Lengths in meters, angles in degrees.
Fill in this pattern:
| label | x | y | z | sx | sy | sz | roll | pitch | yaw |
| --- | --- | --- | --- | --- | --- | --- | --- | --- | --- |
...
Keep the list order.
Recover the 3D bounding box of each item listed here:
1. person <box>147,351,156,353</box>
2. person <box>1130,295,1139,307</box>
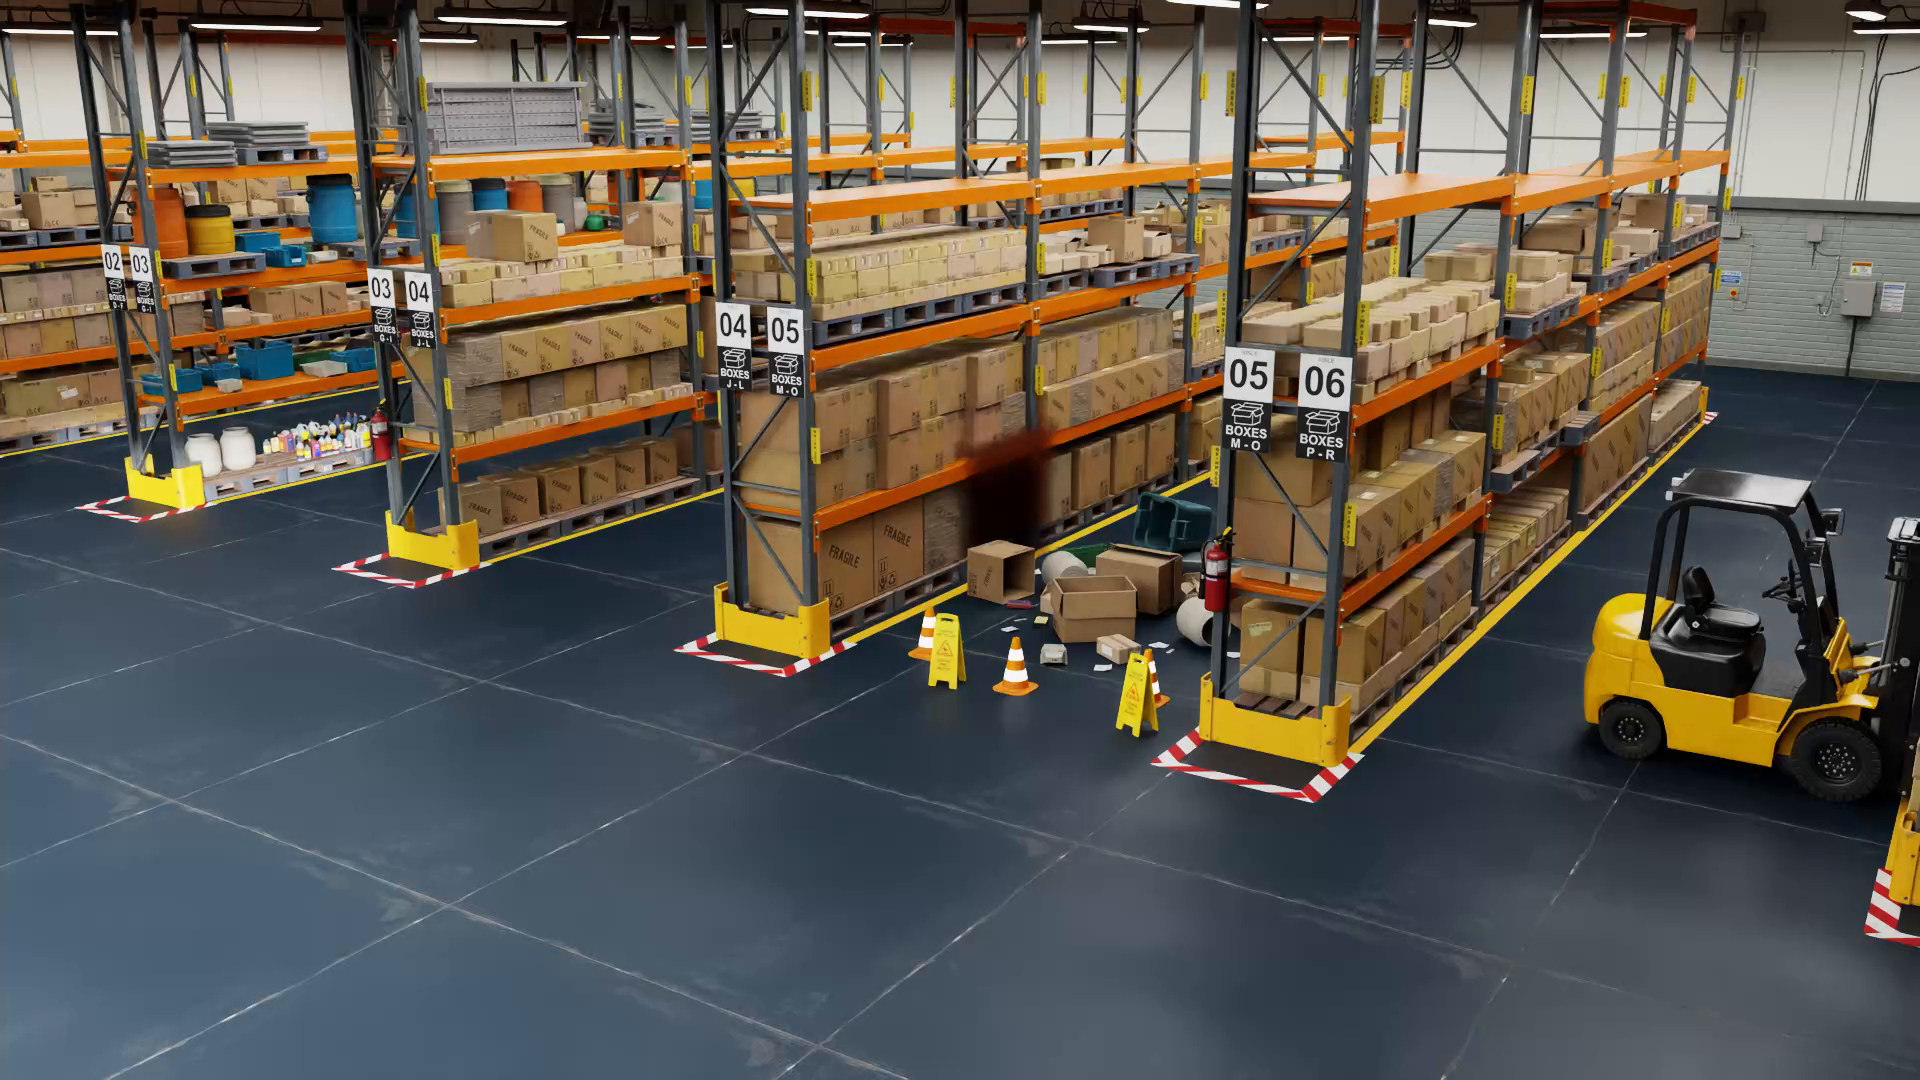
| label | x | y | z | sx | sy | sz | roll | pitch | yaw |
| --- | --- | --- | --- | --- | --- | --- | --- | --- | --- |
| person | -13.985 | -3.595 | 28.893 | 0.618 | 1.792 | 0.786 | 7 | 17 | 24 |
| person | 2.918 | -3.509 | 28.739 | 0.467 | 1.605 | 1.060 | 11 | 19 | 34 |
